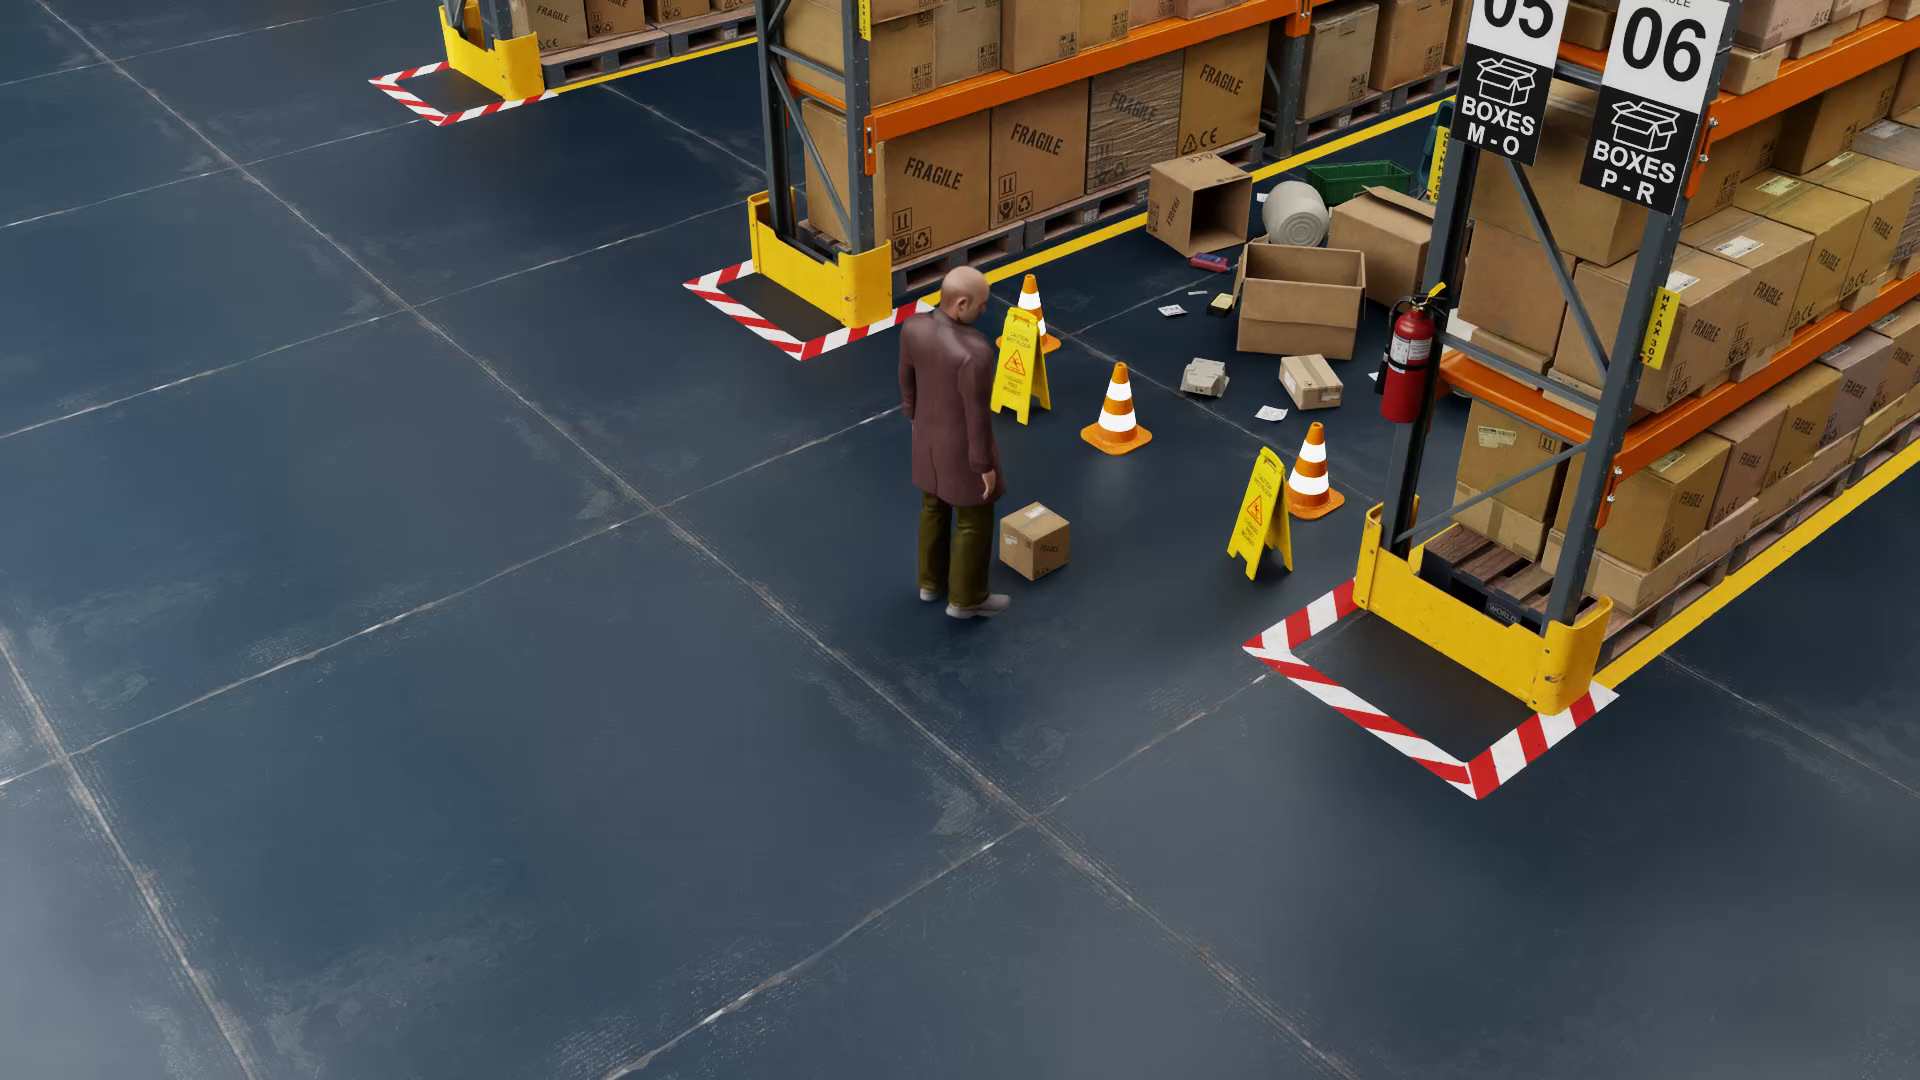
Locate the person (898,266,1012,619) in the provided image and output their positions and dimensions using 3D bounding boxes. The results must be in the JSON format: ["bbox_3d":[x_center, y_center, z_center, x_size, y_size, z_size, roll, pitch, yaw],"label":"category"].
[{"bbox_3d":[-0.022,-0.447,7.725,0.672,1.819,0.404,28,44,34],"label":"person"}]
